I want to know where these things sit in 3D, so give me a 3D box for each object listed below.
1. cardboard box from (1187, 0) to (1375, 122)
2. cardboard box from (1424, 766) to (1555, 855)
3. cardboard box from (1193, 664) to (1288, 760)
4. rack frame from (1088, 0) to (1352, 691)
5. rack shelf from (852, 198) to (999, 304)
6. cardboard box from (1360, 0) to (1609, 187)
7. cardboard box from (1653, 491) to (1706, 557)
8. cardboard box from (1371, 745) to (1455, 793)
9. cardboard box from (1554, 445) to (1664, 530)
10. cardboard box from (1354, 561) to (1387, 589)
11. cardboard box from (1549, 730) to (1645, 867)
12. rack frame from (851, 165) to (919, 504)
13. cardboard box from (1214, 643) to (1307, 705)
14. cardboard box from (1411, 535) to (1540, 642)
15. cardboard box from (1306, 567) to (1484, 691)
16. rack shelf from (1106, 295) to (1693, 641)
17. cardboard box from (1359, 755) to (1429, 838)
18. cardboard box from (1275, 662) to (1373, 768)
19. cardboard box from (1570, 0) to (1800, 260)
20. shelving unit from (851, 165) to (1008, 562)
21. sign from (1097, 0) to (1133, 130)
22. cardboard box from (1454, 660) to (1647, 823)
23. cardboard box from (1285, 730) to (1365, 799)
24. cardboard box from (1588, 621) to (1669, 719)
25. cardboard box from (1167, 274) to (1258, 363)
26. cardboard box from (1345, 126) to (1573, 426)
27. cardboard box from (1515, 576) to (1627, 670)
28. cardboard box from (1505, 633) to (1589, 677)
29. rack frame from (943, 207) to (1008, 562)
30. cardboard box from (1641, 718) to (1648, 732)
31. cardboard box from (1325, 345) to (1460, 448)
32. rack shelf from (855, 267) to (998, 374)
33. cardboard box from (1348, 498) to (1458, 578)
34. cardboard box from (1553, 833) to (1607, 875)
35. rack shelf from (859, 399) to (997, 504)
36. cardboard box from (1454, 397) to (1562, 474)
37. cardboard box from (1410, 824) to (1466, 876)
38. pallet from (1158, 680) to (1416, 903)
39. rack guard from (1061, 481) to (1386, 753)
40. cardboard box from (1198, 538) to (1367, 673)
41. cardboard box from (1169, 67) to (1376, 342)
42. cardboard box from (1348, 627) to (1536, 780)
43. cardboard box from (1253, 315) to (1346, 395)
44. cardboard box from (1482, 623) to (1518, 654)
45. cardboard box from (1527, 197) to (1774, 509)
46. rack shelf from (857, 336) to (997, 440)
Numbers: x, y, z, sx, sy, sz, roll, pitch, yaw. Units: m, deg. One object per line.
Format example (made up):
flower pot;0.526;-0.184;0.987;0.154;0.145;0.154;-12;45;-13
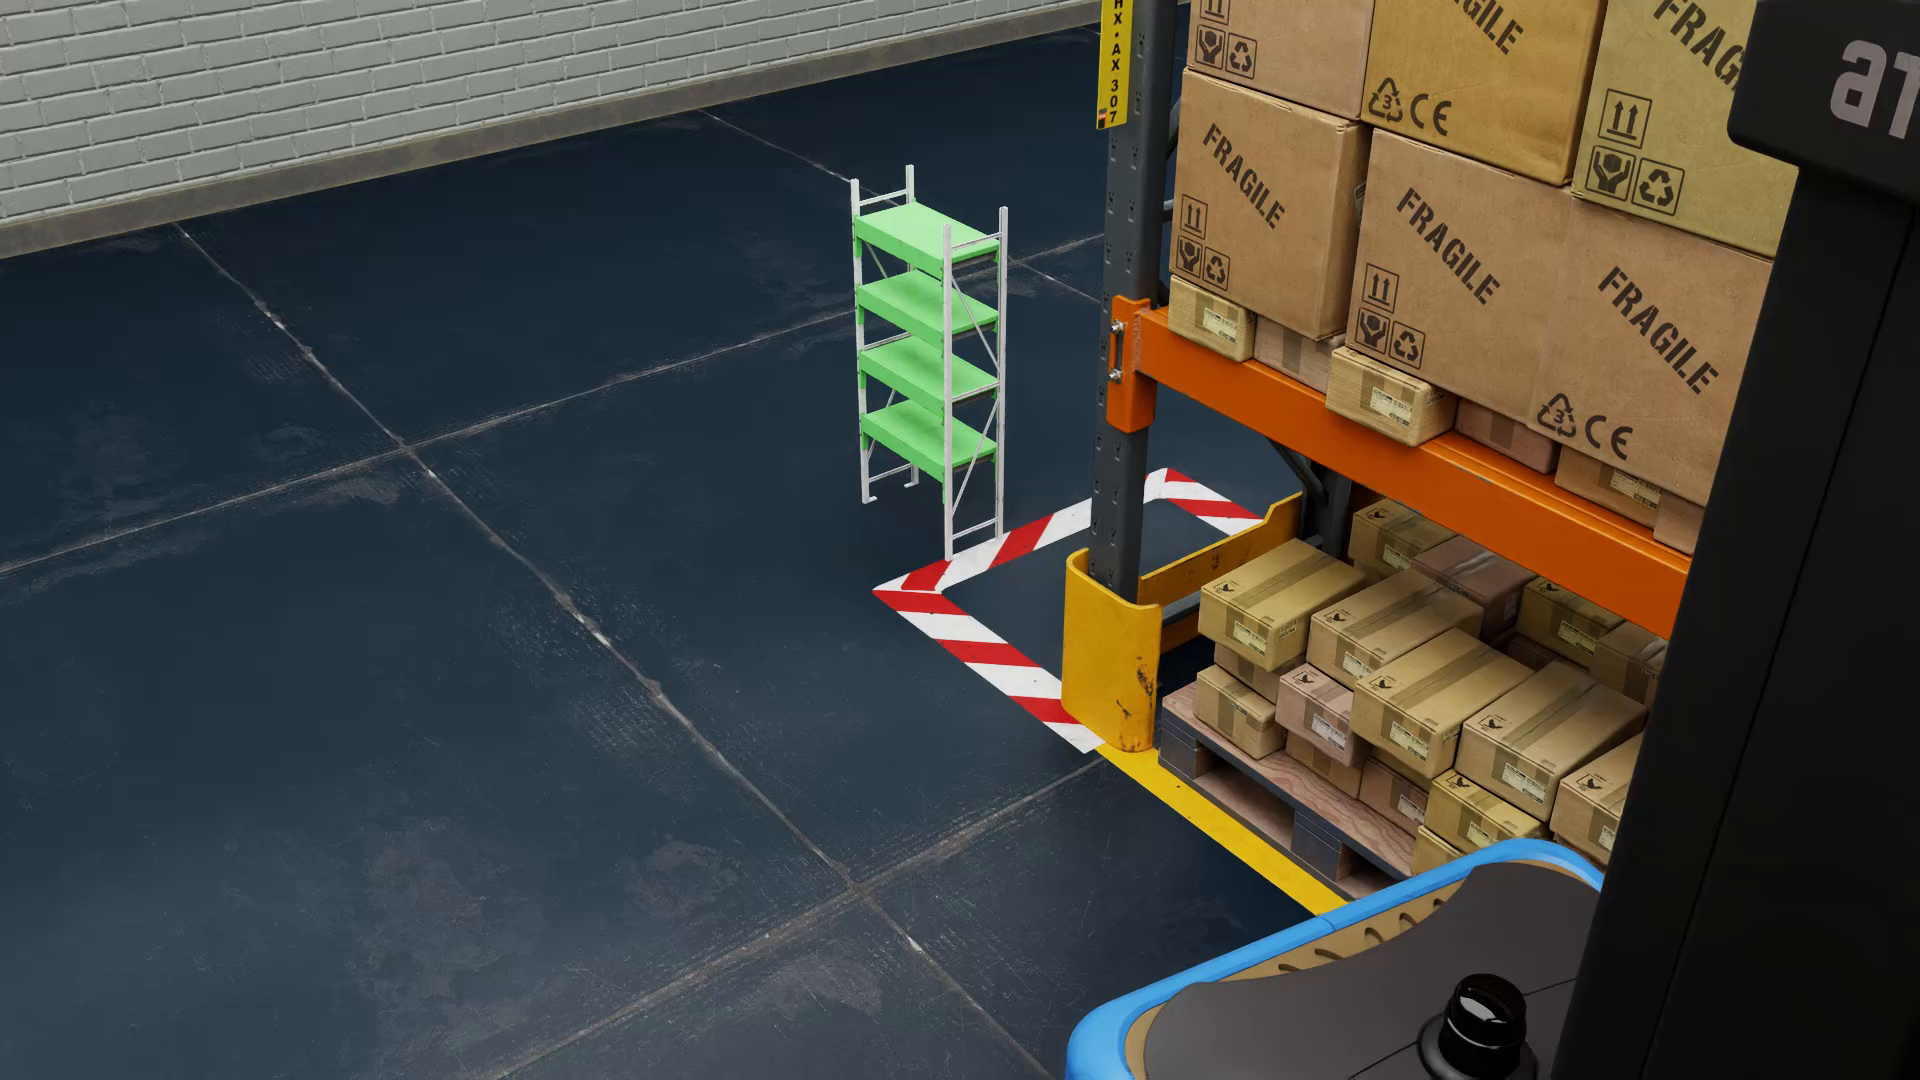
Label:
cardboard box;0.861;-1.262;3.615;0.500;0.500;0.500;-23;38;-32
cardboard box;1.329;0.614;3.941;0.380;0.149;0.250;-21;38;-30
cardboard box;0.864;0.413;4.546;0.380;0.149;0.250;-21;38;-30
rack frame;0.796;-0.942;4.423;1.000;3.000;0.127;-22;38;-31
rack shelf;-0.102;-0.932;5.325;0.258;0.148;0.480;-22;38;-31
cardboard box;1.176;-1.054;3.280;0.500;0.500;0.500;-21;38;-30
cardboard box;1.590;-0.075;3.266;0.380;0.149;0.250;-23;39;-32
cardboard box;1.257;0.472;4.169;0.380;0.149;0.250;-22;38;-31
cardboard box;1.461;-0.187;3.446;0.380;0.149;0.250;-23;38;-32
cardboard box;1.345;0.092;4.781;0.380;0.149;0.250;-23;39;-33
cardboard box;1.546;0.584;3.707;0.380;0.149;0.250;-21;37;-30
rack frame;-0.251;-0.680;5.708;0.240;1.200;0.015;-22;38;-31
cardboard box;0.914;0.266;4.501;0.380;0.149;0.250;-21;37;-29
cardboard box;1.429;0.100;4.486;0.380;0.149;0.250;-21;38;-30
cardboard box;1.113;0.242;4.257;0.380;0.149;0.250;-22;38;-31
rack shelf;2.022;0.197;3.271;1.077;0.370;4.000;-22;38;-31
cardboard box;1.247;0.597;4.250;0.380;0.149;0.250;-22;38;-31
cardboard box;1.037;0.398;4.288;0.380;0.149;0.250;-22;38;-32
cardboard box;1.477;-0.830;2.919;0.500;0.500;0.500;-23;39;-32
shelving unit;-0.102;-0.579;5.545;0.258;1.200;0.503;-22;38;-31
sign;0.367;-1.134;3.912;0.100;0.325;0.005;-22;38;-31
cardboard box;1.383;0.466;3.898;0.380;0.149;0.250;-24;39;-34
cardboard box;1.089;0.495;4.413;0.380;0.149;0.250;-22;38;-32
cardboard box;1.797;0.295;4.171;0.380;0.149;0.250;-24;39;-33
cardboard box;0.735;-0.594;4.101;0.380;0.149;0.250;-23;38;-32
cardboard box;1.201;-0.619;3.527;0.500;0.500;0.500;-22;38;-31
cardboard box;1.688;0.167;4.378;0.380;0.149;0.250;-23;39;-32
cardboard box;1.665;0.308;4.433;0.380;0.149;0.250;-24;39;-33
rack frame;0.048;-0.477;5.381;0.240;1.200;0.015;-22;38;-31
cardboard box;1.748;0.454;4.199;0.380;0.149;0.250;-23;38;-32
cardboard box;1.047;-0.372;3.744;0.380;0.149;0.250;-23;39;-33
rack shelf;-0.102;-0.728;5.452;0.258;0.148;0.480;-22;38;-31
cardboard box;1.320;-0.023;4.684;0.380;0.149;0.250;-22;38;-31
cardboard box;1.567;0.694;3.812;0.380;0.149;0.250;-24;39;-34
rack shelf;-0.102;-0.321;5.705;0.258;0.148;0.480;-22;38;-31
cardboard box;1.314;-0.308;3.641;0.380;0.149;0.250;-20;37;-29
cardboard box;1.317;0.739;4.022;0.380;0.149;0.250;-22;38;-31
pallet;1.312;0.625;4.544;1.003;0.211;1.213;-22;38;-31
rack guard;0.842;0.152;5.032;1.175;0.500;0.348;-22;38;-31
cardboard box;0.848;0.166;4.379;0.380;0.149;0.250;-24;39;-33
cardboard box;0.853;-0.834;3.873;0.500;0.500;0.500;-20;37;-29
cardboard box;1.166;0.389;4.021;0.380;0.149;0.250;-22;38;-32
cardboard box;0.924;-0.501;3.952;0.380;0.149;0.250;-21;37;-30
cardboard box;1.462;0.219;4.577;0.380;0.149;0.250;-23;39;-32
cardboard box;1.491;-0.411;3.192;0.500;0.500;0.500;-22;38;-31
rack shelf;-0.102;-0.524;5.578;0.258;0.148;0.480;-22;38;-31
